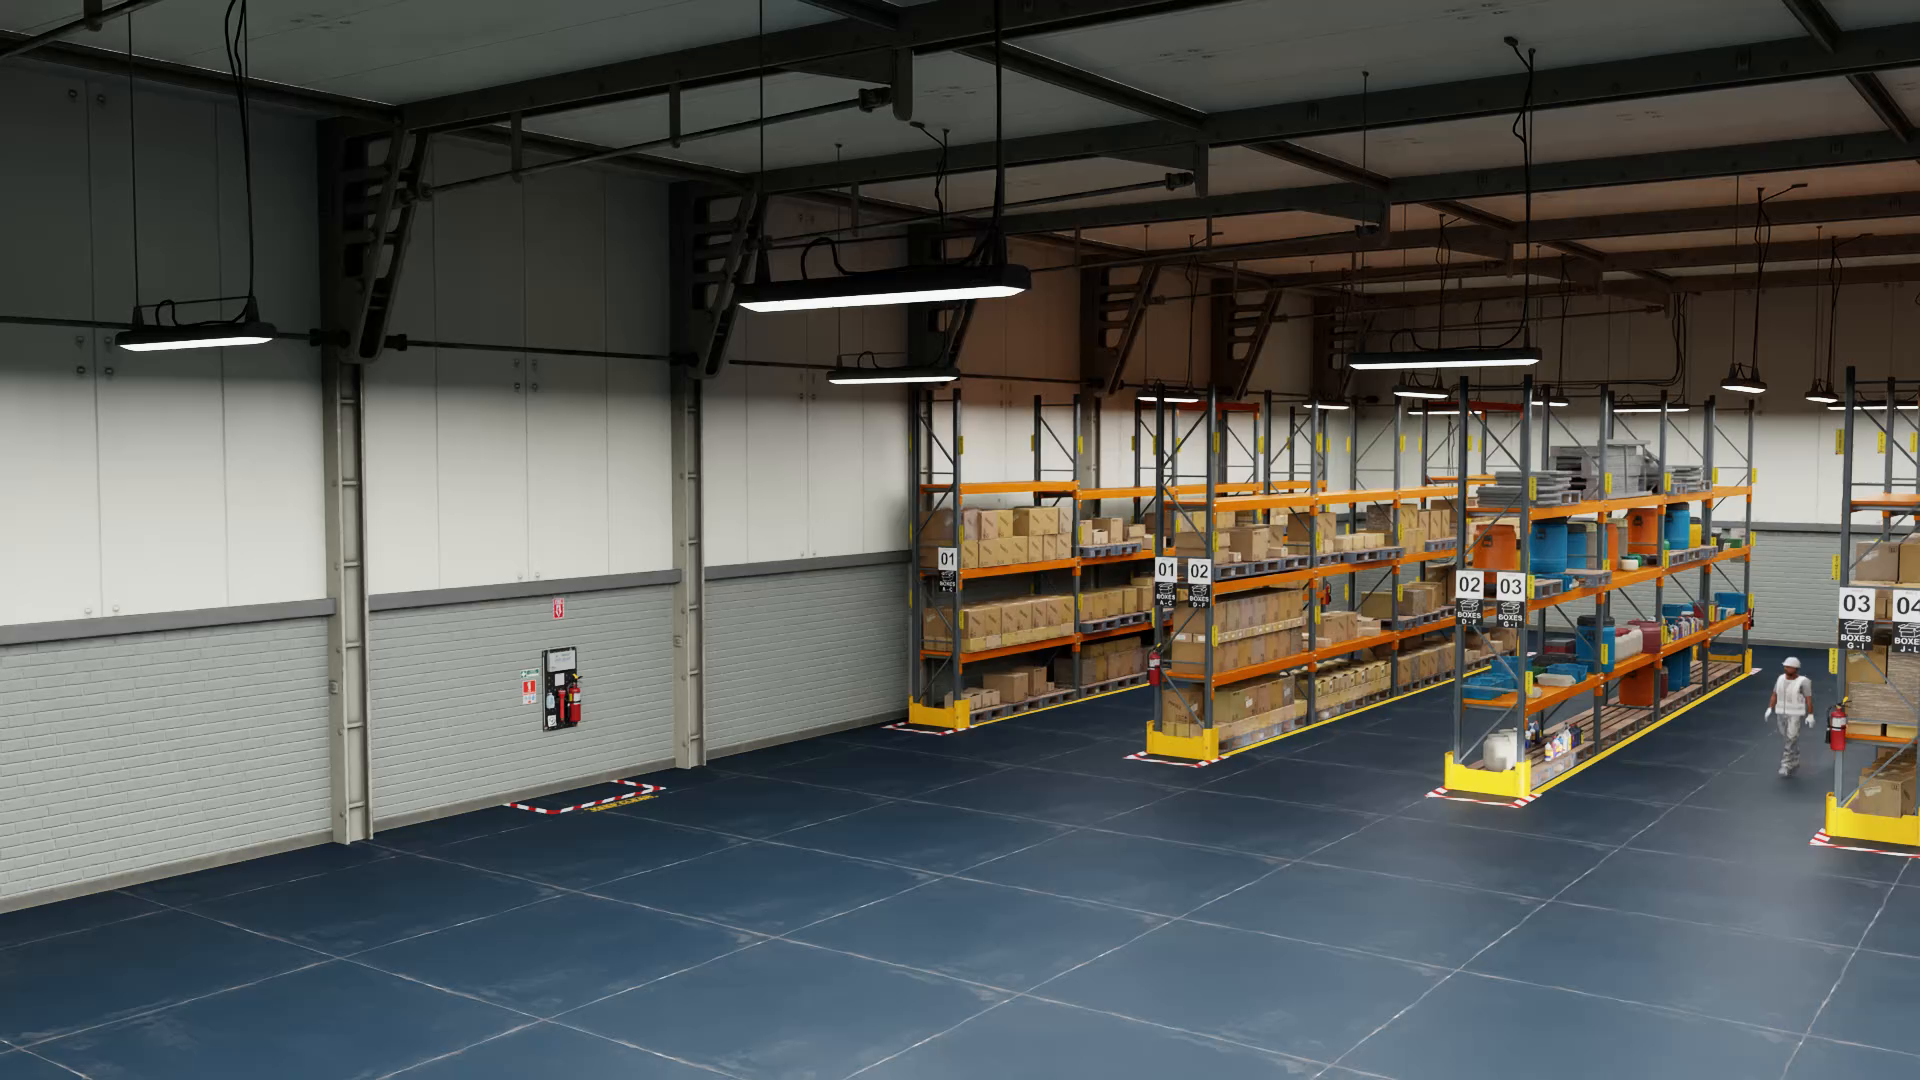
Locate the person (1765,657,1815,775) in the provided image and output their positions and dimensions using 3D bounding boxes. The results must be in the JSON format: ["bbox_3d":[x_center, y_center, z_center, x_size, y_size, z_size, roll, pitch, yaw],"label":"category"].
[{"bbox_3d":[12.627,2.658,25.388,0.937,1.736,0.651,-2,4,-34],"label":"person"}]
